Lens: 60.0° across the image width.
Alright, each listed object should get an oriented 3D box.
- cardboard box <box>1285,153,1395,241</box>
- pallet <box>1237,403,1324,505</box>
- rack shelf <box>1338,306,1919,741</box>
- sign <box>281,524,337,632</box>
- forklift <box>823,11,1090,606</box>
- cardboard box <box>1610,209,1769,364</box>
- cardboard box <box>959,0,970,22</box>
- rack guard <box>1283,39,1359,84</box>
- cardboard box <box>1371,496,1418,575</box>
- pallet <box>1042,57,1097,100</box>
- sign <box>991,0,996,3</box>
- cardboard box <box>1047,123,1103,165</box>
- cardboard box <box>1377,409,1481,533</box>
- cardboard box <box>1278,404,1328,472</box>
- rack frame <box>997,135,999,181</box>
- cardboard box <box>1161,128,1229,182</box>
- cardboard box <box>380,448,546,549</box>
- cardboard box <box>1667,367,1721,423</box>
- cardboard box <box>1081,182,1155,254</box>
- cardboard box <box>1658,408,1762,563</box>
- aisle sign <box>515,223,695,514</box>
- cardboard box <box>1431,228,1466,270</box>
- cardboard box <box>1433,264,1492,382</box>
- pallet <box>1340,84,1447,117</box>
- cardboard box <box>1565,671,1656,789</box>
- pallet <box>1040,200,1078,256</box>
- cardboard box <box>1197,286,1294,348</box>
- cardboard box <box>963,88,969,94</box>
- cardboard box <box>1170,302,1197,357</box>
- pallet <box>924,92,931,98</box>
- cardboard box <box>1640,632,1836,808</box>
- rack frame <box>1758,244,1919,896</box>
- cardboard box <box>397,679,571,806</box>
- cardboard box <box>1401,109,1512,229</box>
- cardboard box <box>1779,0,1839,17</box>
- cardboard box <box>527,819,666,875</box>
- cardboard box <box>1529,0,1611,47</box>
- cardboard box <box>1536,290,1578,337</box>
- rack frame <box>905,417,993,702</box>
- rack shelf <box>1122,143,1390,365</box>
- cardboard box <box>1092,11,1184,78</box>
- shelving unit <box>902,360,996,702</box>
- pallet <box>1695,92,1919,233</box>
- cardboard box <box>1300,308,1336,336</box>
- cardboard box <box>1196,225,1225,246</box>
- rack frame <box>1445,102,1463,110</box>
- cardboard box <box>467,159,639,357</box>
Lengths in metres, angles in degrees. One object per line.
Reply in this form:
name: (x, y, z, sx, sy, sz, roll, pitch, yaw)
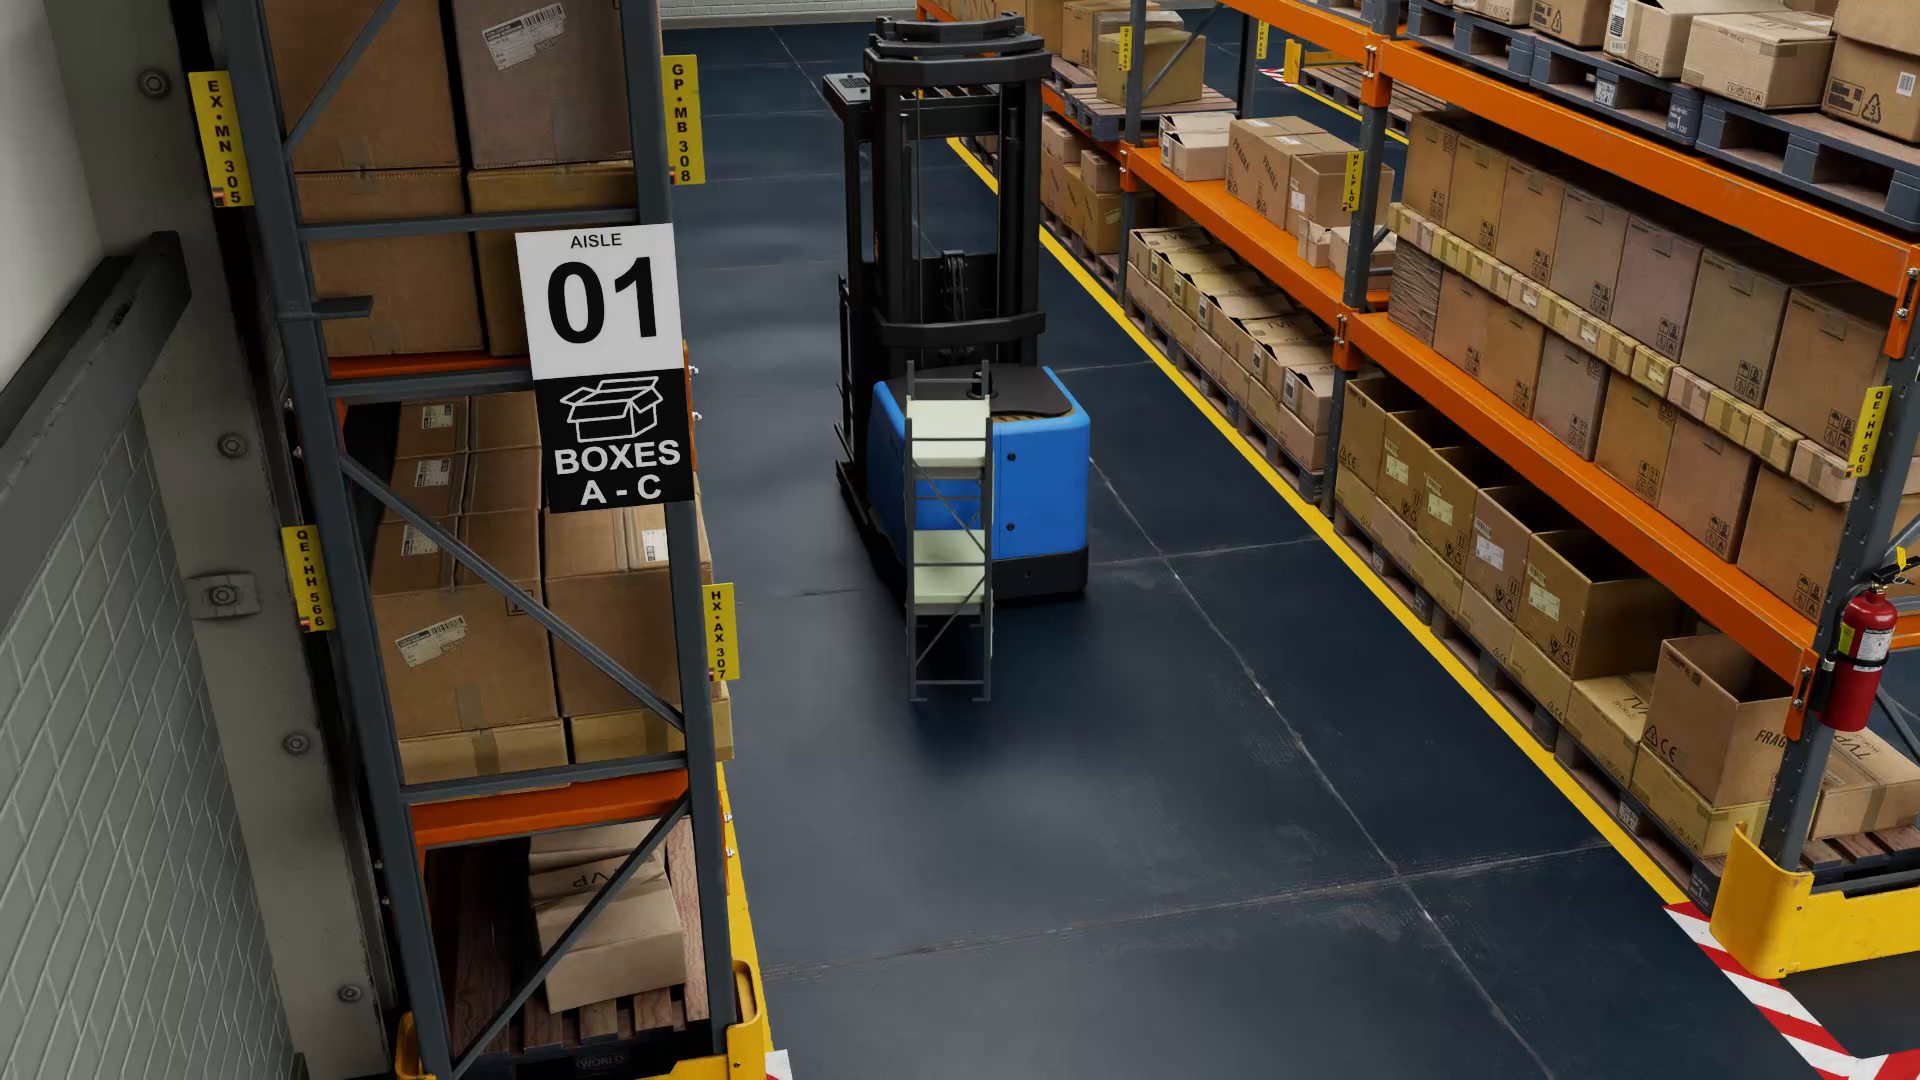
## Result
cardboard box: (2.409, -2.158, 10.586, 0.500, 0.500, 0.500, -4, 27, -8)
pallet: (2.481, -0.618, 10.740, 1.003, 0.211, 1.213, -6, 27, -12)
rack shelf: (3.136, -0.344, 7.902, 1.077, 0.370, 4.000, -6, 27, -12)
sign: (-1.784, 0.107, 4.574, 0.100, 0.325, 0.005, -6, 27, -12)
forklift: (-0.150, -1.584, 9.636, 1.130, 2.935, 3.031, -6, 27, -12)
cardboard box: (3.243, -1.092, 7.035, 0.700, 0.500, 0.500, -6, 27, -11)
cardboard box: (0.284, -5.745, 17.692, 0.500, 0.500, 0.500, -5, 27, -10)
rack guard: (4.789, -6.206, 21.491, 1.175, 0.500, 0.348, -6, 27, -12)
cardboard box: (2.602, -0.049, 9.104, 0.500, 0.250, 0.500, -6, 27, -12)
pallet: (1.341, -4.067, 14.692, 1.003, 0.211, 1.213, -6, 27, -12)
sign: (0.355, -5.384, 16.126, 0.100, 0.325, 0.005, -6, 27, -12)
cardboard box: (1.093, -3.575, 14.957, 0.500, 0.250, 0.500, -6, 27, -13)
cardboard box: (2.605, -0.384, 8.936, 0.500, 0.500, 0.500, -6, 27, -12)
cardboard box: (2.309, -0.656, 10.306, 0.500, 0.250, 0.500, -6, 27, -12)
rack frame: (0.882, -5.056, 16.437, 1.000, 3.000, 0.127, -6, 27, -12)
cardboard box: (1.796, -2.847, 12.161, 0.500, 0.311, 0.500, -6, 27, -12)
cardboard box: (-1.656, 0.033, 5.668, 0.500, 0.500, 0.500, -6, 27, -11)
cardboard box: (3.142, -0.608, 6.794, 0.380, 0.149, 0.250, -6, 27, -11)
cardboard box: (1.344, -2.767, 14.189, 0.500, 0.500, 0.500, -5, 27, -10)
cardboard box: (3.371, -0.268, 6.842, 0.700, 0.500, 0.500, -5, 27, -10)
aisle sign: (-0.931, -0.442, 4.412, 0.394, 0.787, 0.004, -6, 27, -12)
cardboard box: (2.673, -1.517, 8.595, 0.380, 0.149, 0.250, -7, 28, -13)
cardboard box: (2.916, -1.163, 8.615, 0.700, 0.500, 0.500, -6, 27, -12)
pallet: (5.227, -5.168, 19.754, 1.003, 0.211, 1.213, -6, 27, -12)
cardboard box: (3.053, 0.829, 7.365, 0.500, 0.250, 0.500, -6, 27, -12)
pallet: (1.381, -2.921, 15.303, 1.003, 0.211, 1.213, -6, 27, -12)
cardboard box: (1.971, -1.571, 11.496, 0.500, 0.311, 0.500, -6, 27, -12)
cardboard box: (0.454, -4.962, 18.534, 0.797, 0.503, 0.637, -6, 27, -12)
cardboard box: (1.853, -1.552, 12.081, 0.500, 0.250, 0.500, -7, 28, -13)
pallet: (0.178, -5.183, 19.785, 1.003, 0.211, 1.213, -6, 27, -12)
cardboard box: (3.176, 0.713, 6.763, 0.500, 0.500, 0.500, -6, 27, -12)
rack frame: (3.586, 0.212, 6.000, 1.000, 3.000, 0.127, -6, 27, -12)
cardboard box: (-1.533, 0.590, 5.397, 0.500, 0.250, 0.500, -6, 27, -11)
cardboard box: (2.791, -1.973, 8.780, 0.700, 0.500, 0.500, -6, 27, -11)
cardboard box: (3.478, -2.178, 6.675, 0.500, 0.500, 0.500, -6, 27, -12)
cardboard box: (-1.436, 1.158, 6.623, 0.500, 0.311, 0.500, -4, 27, -7)
cardboard box: (2.933, -2.443, 7.196, 0.797, 0.503, 0.637, -3, 27, -6)
cardboard box: (2.909, -1.060, 7.691, 0.380, 0.149, 0.250, -6, 27, -12)
rack frame: (-0.050, 0.120, 7.848, 0.400, 1.500, 0.023, 0, 27, -1)
rack shelf: (2.234, -2.100, 11.381, 1.077, 0.370, 4.000, -6, 27, -12)
cardboard box: (1.512, -4.218, 14.200, 0.700, 0.500, 0.500, -1, 27, -2)
shelving unit: (-0.055, -0.045, 8.175, 0.431, 1.500, 0.755, 0, 27, -1)
pallet: (3.452, -1.400, 5.964, 1.003, 0.211, 1.213, -6, 27, -12)
cardboard box: (2.609, -1.408, 11.174, 0.500, 0.311, 0.500, -7, 28, -13)
cardboard box: (2.141, -2.305, 12.951, 0.500, 0.311, 0.500, -5, 27, -10)
rack frame: (5.709, -5.557, 17.431, 1.000, 3.000, 0.127, -6, 27, -12)
cardboard box: (-1.071, -0.848, 4.639, 0.500, 0.500, 0.500, -5, 27, -10)
